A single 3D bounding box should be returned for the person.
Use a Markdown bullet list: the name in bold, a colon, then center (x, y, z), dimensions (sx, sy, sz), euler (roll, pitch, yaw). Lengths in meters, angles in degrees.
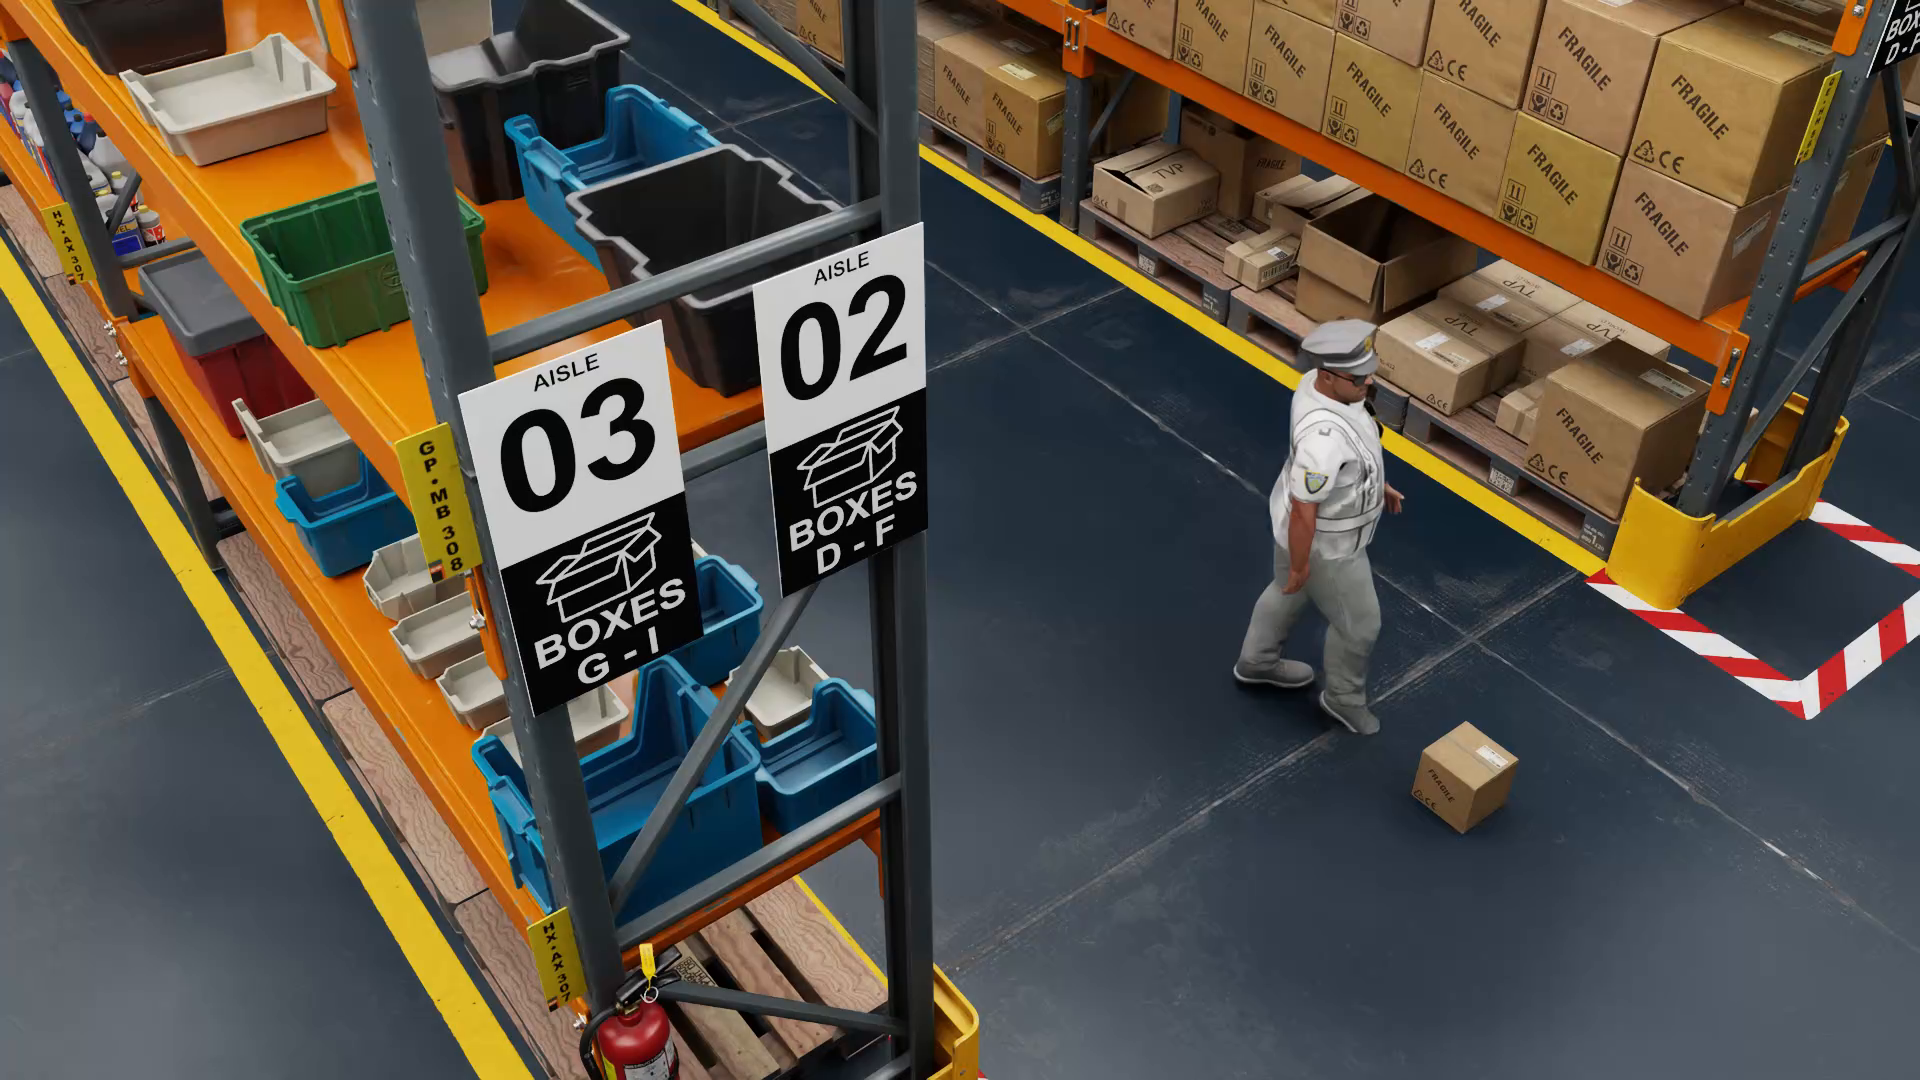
- **person**: center (1.419, -0.017, 6.210), dimensions (0.616, 1.843, 0.555), euler (3, 40, 3)
